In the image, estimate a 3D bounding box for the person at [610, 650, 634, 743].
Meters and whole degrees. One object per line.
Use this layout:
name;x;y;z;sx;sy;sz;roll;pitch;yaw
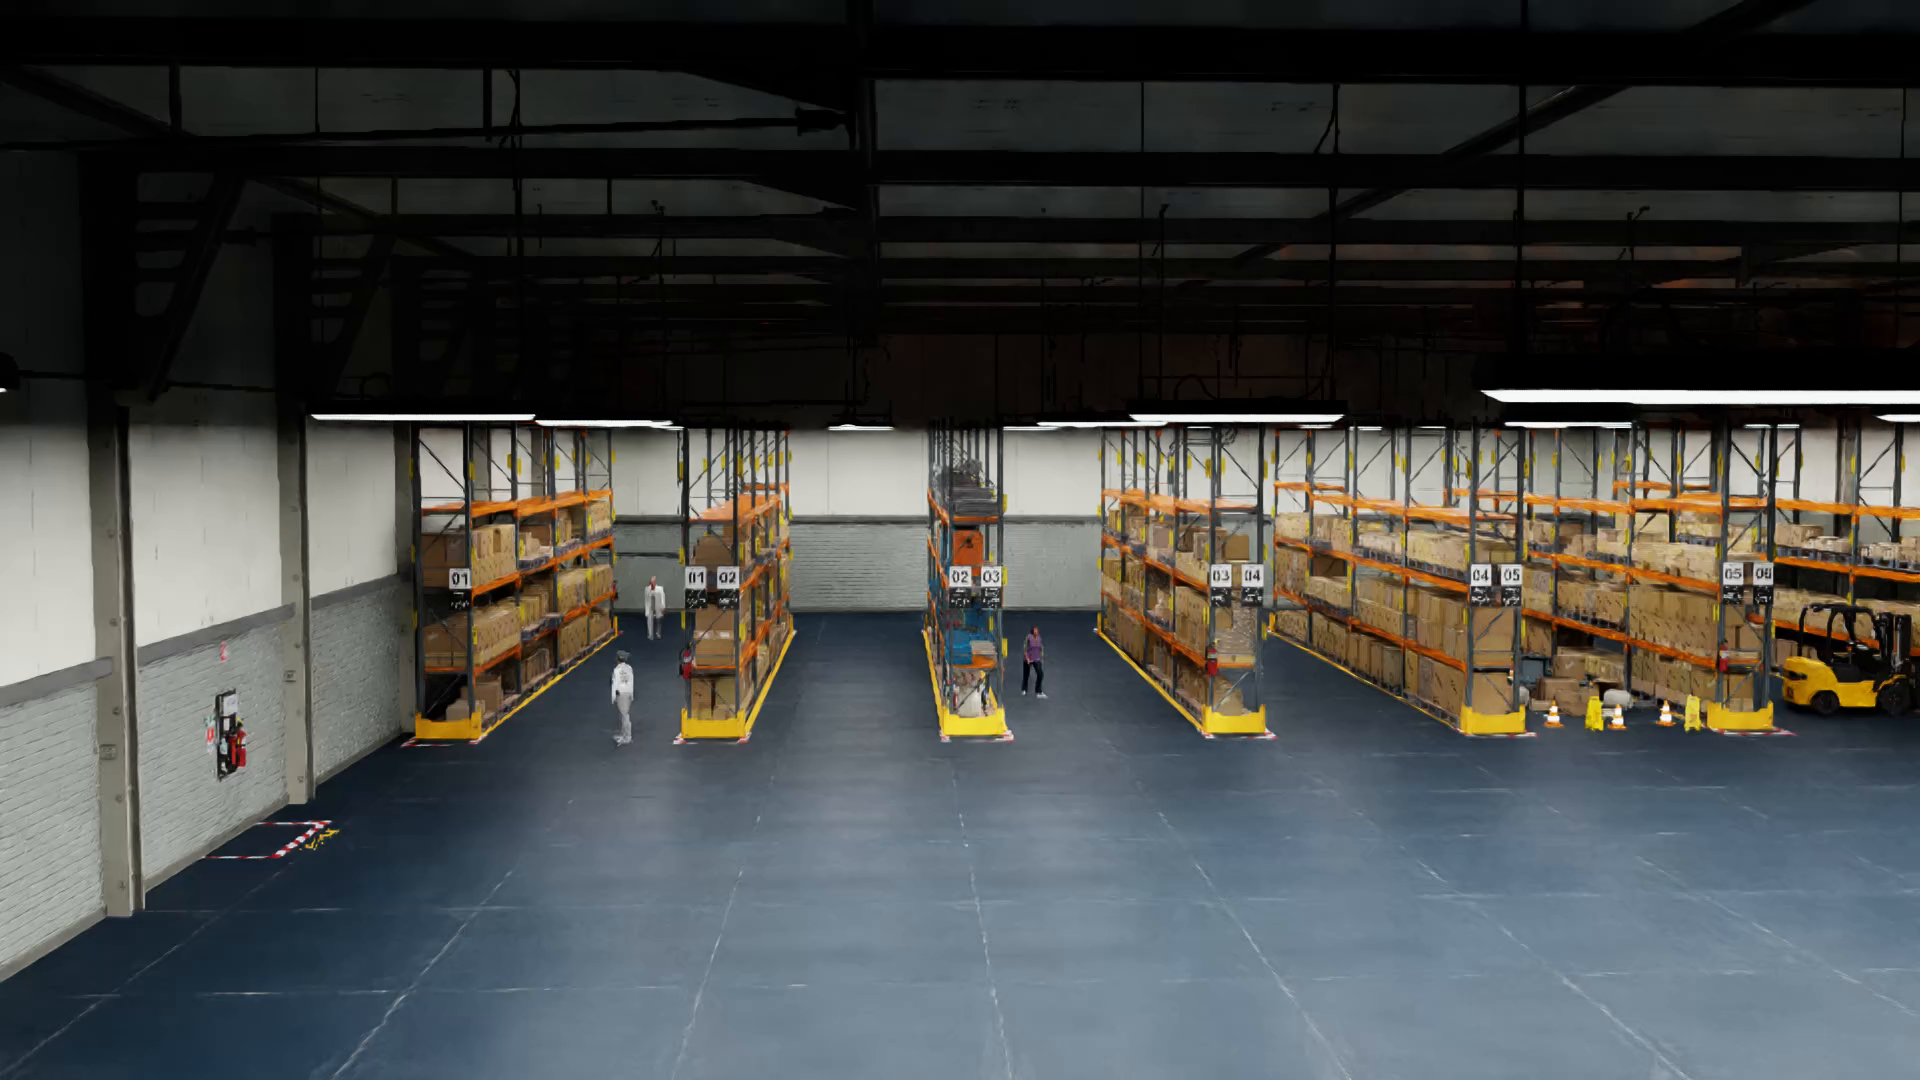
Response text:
person;-6.245;2.869;30.724;0.552;1.664;0.573;1;4;22

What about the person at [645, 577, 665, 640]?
person;-8.423;1.866;45.861;0.602;1.725;1.110;0;4;-3

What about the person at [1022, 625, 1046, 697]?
person;1.558;2.594;35.954;0.542;1.554;0.672;-1;4;-20
